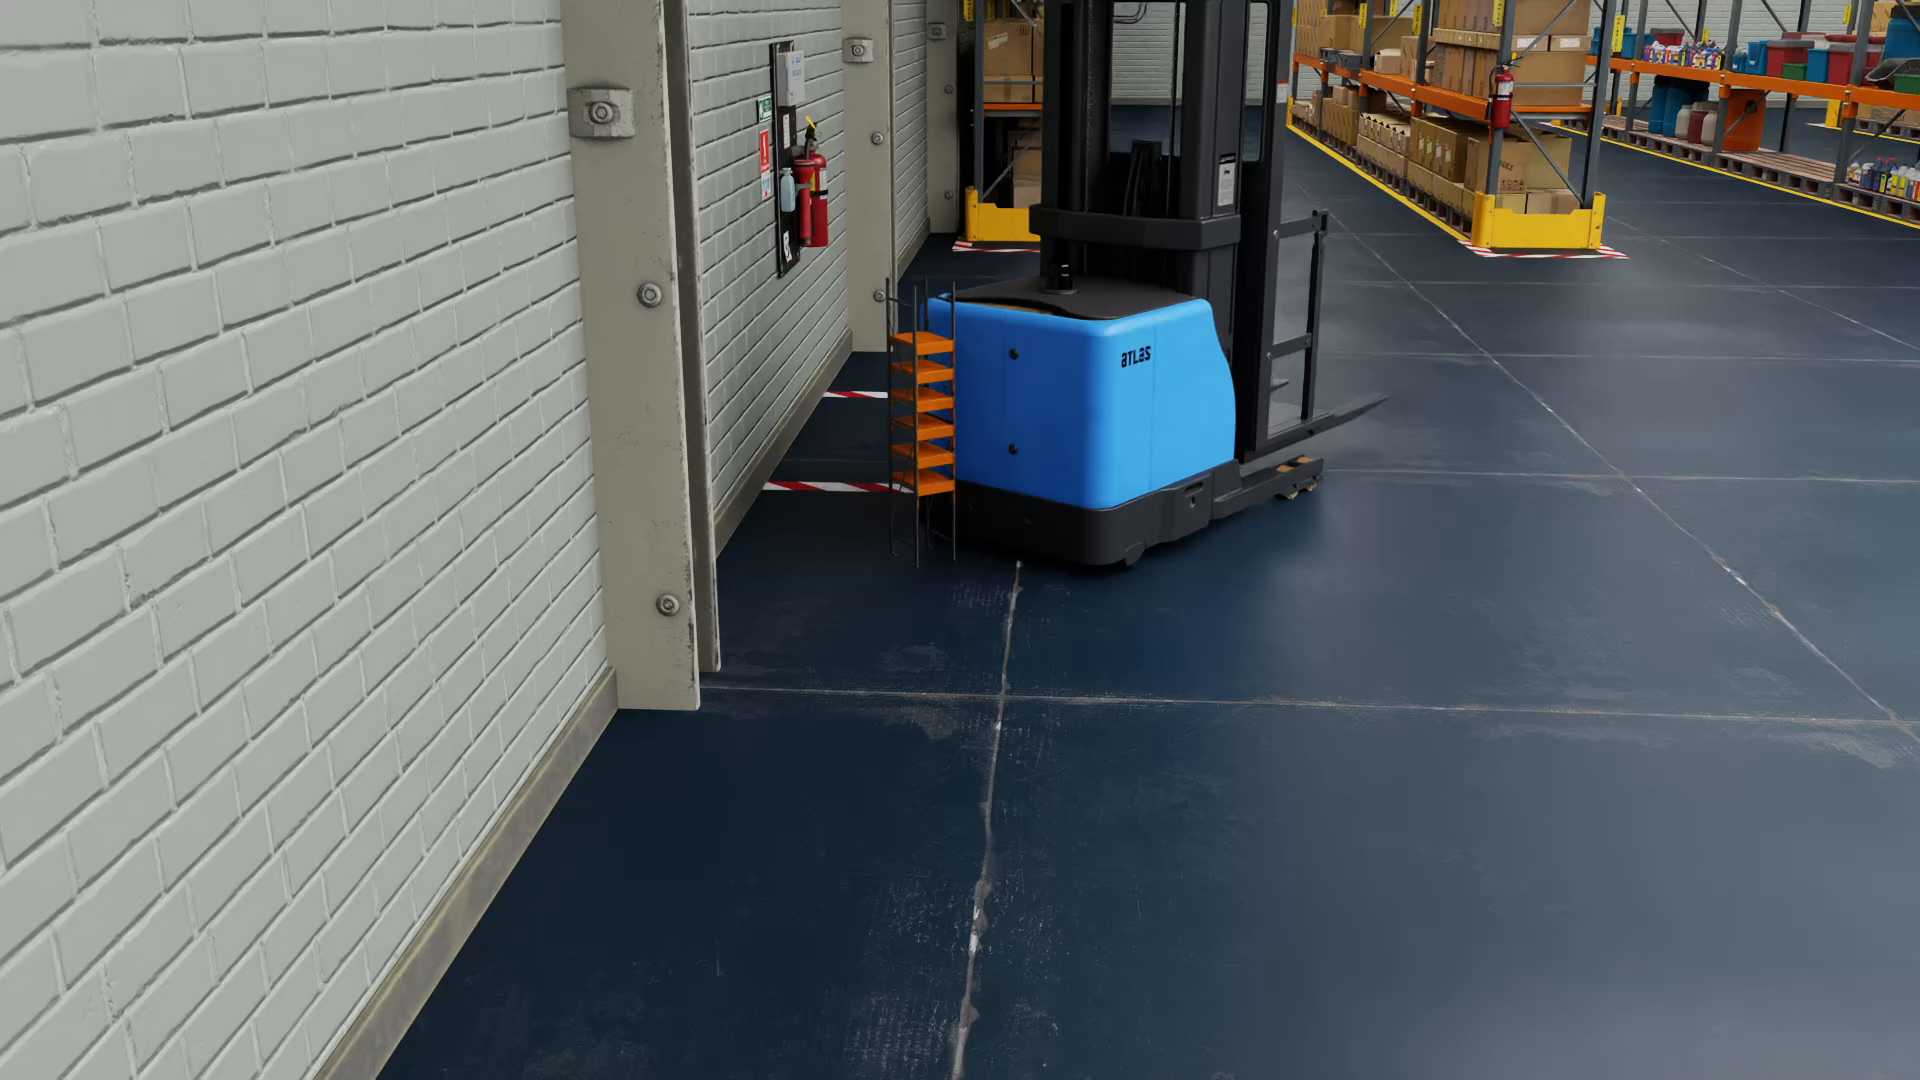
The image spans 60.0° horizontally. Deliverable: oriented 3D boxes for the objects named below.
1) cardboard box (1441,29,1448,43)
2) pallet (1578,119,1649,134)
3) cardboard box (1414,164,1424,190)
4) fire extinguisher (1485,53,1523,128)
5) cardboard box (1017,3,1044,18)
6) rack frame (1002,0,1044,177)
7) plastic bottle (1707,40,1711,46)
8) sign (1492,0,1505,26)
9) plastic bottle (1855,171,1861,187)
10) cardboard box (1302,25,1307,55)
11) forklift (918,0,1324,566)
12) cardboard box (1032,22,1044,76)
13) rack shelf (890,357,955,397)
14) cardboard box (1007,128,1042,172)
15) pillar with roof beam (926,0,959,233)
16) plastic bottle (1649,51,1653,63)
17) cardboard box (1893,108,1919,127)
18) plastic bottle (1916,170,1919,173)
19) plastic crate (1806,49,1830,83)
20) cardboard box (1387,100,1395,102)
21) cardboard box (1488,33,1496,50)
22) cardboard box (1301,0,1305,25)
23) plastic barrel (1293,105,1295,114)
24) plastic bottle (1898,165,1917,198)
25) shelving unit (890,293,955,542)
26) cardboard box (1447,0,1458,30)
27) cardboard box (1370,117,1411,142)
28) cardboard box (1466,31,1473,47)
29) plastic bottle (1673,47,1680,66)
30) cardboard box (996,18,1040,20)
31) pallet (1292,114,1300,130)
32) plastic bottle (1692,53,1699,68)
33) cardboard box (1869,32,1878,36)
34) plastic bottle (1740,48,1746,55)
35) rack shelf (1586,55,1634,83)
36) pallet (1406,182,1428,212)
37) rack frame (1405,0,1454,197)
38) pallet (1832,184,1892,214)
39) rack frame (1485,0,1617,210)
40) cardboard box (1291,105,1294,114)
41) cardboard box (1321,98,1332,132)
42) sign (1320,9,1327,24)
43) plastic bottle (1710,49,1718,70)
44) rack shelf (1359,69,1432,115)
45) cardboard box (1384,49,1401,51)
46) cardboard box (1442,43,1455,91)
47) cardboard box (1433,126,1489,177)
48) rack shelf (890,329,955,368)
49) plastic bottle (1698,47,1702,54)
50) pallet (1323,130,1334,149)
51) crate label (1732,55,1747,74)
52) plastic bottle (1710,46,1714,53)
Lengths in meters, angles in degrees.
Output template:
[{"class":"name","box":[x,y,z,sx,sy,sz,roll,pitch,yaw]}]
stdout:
[{"class":"cardboard box","box":[5.619,-5.652,18.654,0.380,0.149,0.250,1,18,2]},{"class":"pallet","box":[11.479,-7.191,29.030,1.003,0.211,1.213,1,18,4]},{"class":"cardboard box","box":[5.490,-4.134,18.965,0.500,0.250,0.500,1,18,4]},{"class":"fire extinguisher","box":[5.108,-4.229,15.635,0.296,0.674,0.183,1,18,4]},{"class":"cardboard box","box":[0.986,-7.587,23.886,0.500,0.250,0.500,2,18,5]},{"class":"rack frame","box":[0.929,-5.643,19.828,0.949,2.616,0.053,1,18,4]},{"class":"plastic bottle","box":[11.641,-7.591,25.850,0.144,0.351,0.185,1,18,4]},{"class":"sign","box":[5.040,-4.971,15.536,0.100,0.325,0.005,1,18,4]},{"class":"plastic bottle","box":[10.332,-4.149,19.056,0.097,0.201,0.097,0,18,0]},{"class":"cardboard box","box":[6.361,-8.860,29.486,0.500,0.500,0.500,1,18,4]},{"class":"forklift","box":[1.134,-1.673,7.823,1.130,2.935,3.031,14,23,37]},{"class":"cardboard box","box":[0.973,-4.837,16.373,0.500,0.500,0.500,1,18,4]},{"class":"rack shelf","box":[-0.164,-0.684,6.955,0.180,0.103,0.258,-11,21,-30]},{"class":"cardboard box","box":[0.961,-4.894,20.848,0.700,0.500,0.500,2,18,6]},{"class":"pillar with roof beam","box":[4.120,-7.393,15.532,9.100,9.000,0.400,1,18,4]},{"class":"plastic bottle","box":[10.929,-7.630,26.212,0.097,0.201,0.097,0,18,0]},{"class":"cardboard box","box":[16.512,-7.469,28.137,0.875,0.875,0.875,1,18,4]},{"class":"plastic bottle","box":[10.441,-3.909,18.204,0.152,0.276,0.135,1,18,4]},{"class":"plastic crate","box":[10.576,-5.764,20.223,0.392,0.384,0.575,1,18,4]},{"class":"cardboard box","box":[6.647,-6.727,26.443,0.500,0.500,0.500,1,18,4]},{"class":"cardboard box","box":[5.453,-4.931,16.452,0.380,0.149,0.250,1,18,3]},{"class":"cardboard box","box":[6.402,-9.489,29.799,0.500,0.500,0.500,1,18,4]},{"class":"plastic barrel","box":[8.553,-7.834,25.034,5.570,3.481,10.597,1,18,4]},{"class":"plastic bottle","box":[10.278,-3.883,18.003,0.144,0.351,0.185,2,18,6]},{"class":"shelving unit","box":[-0.163,-0.498,7.017,0.183,1.046,0.258,-11,21,-30]},{"class":"cardboard box","box":[5.806,-5.903,18.377,0.700,0.500,0.500,1,18,4]},{"class":"cardboard box","box":[5.755,-5.458,22.103,0.500,0.311,0.500,1,18,2]},{"class":"cardboard box","box":[5.526,-5.252,17.432,0.380,0.149,0.250,1,18,3]},{"class":"plastic bottle","box":[10.849,-7.315,25.138,0.097,0.271,0.097,0,18,0]},{"class":"cardboard box","box":[0.642,-5.636,18.811,0.500,0.500,0.500,1,18,4]},{"class":"pallet","box":[6.665,-7.664,30.475,1.003,0.211,1.213,1,18,4]},{"class":"plastic bottle","box":[10.789,-7.024,24.361,0.097,0.201,0.097,0,18,0]},{"class":"cardboard box","box":[16.273,-8.804,29.238,0.500,0.250,0.500,1,18,3]},{"class":"plastic bottle","box":[11.565,-7.125,24.556,0.097,0.271,0.097,0,18,0]},{"class":"rack shelf","box":[11.524,-8.186,28.744,1.077,0.370,4.000,1,18,4]},{"class":"pallet","box":[5.768,-3.963,19.178,1.003,0.211,1.213,1,18,4]},{"class":"rack frame","box":[5.867,-5.534,19.495,1.000,3.000,0.127,1,18,4]},{"class":"pallet","box":[10.717,-3.889,18.954,1.003,0.211,1.213,1,18,4]},{"class":"rack frame","box":[5.580,-4.292,15.703,1.000,3.000,0.127,1,18,4]},{"class":"cardboard box","box":[6.354,-7.993,30.871,0.380,0.149,0.250,1,18,4]},{"class":"cardboard box","box":[6.162,-6.895,26.956,0.500,0.500,0.500,0,18,1]},{"class":"sign","box":[5.898,-8.440,26.972,0.100,0.325,0.005,1,18,4]},{"class":"plastic bottle","box":[10.714,-6.816,23.594,0.061,0.283,0.133,1,18,4]},{"class":"rack shelf","box":[6.010,-5.813,21.502,1.077,0.370,4.000,1,18,4]},{"class":"cardboard box","box":[6.084,-6.622,22.958,0.500,0.311,0.500,2,18,7]},{"class":"cardboard box","box":[5.810,-5.280,18.558,0.700,0.500,0.500,1,18,3]},{"class":"cardboard box","box":[5.416,-4.180,17.900,0.500,0.500,0.500,1,18,4]},{"class":"rack shelf","box":[-0.164,-0.798,6.918,0.180,0.103,0.258,-11,21,-30]},{"class":"plastic bottle","box":[10.936,-7.153,24.624,0.061,0.283,0.133,1,18,4]},{"class":"pallet","box":[6.419,-6.440,26.738,1.003,0.211,1.213,1,18,4]},{"class":"crate label","box":[10.690,-6.463,22.597,0.303,0.233,0.416,1,18,4]},{"class":"plastic bottle","box":[11.477,-7.401,25.400,0.097,0.271,0.097,0,18,0]}]
